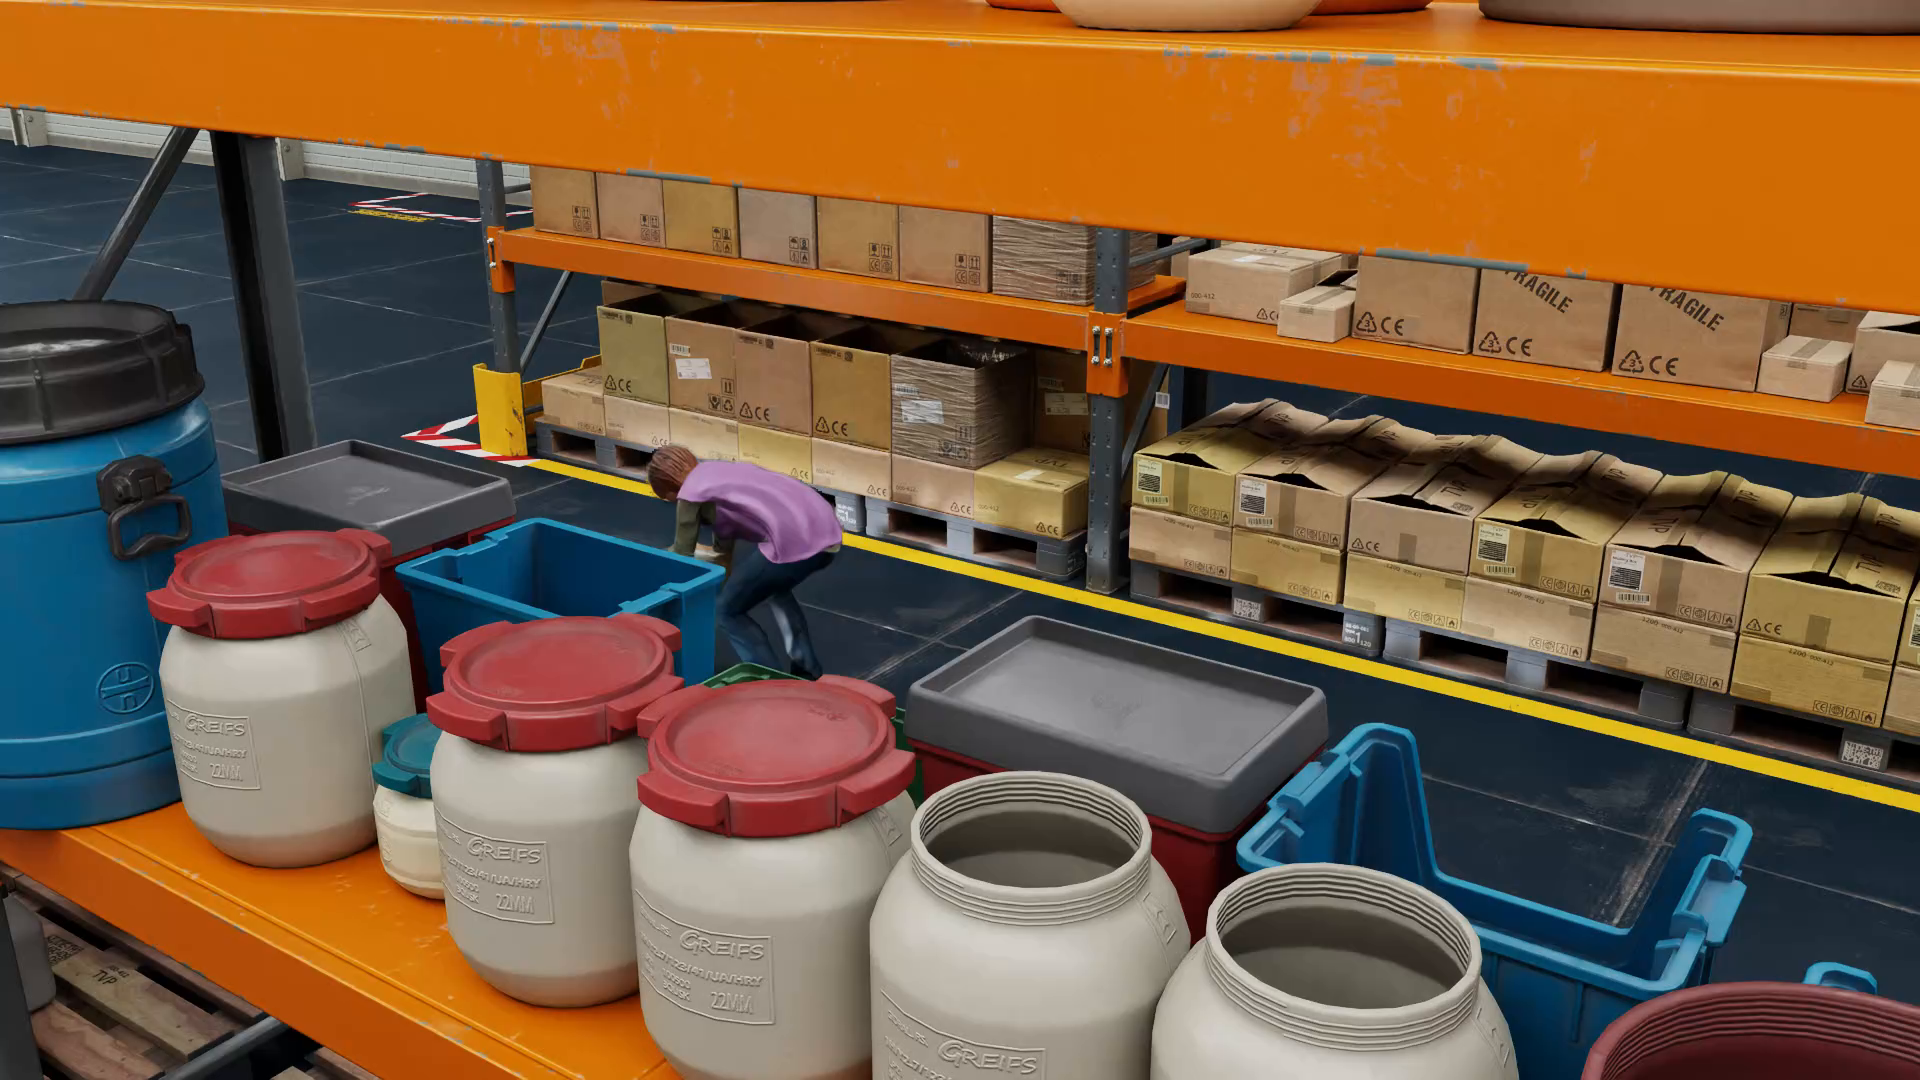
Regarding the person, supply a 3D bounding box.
[{"bbox_3d":[-0.849,0.164,6.516,0.859,0.997,0.417,12,23,29],"label":"person"}]
